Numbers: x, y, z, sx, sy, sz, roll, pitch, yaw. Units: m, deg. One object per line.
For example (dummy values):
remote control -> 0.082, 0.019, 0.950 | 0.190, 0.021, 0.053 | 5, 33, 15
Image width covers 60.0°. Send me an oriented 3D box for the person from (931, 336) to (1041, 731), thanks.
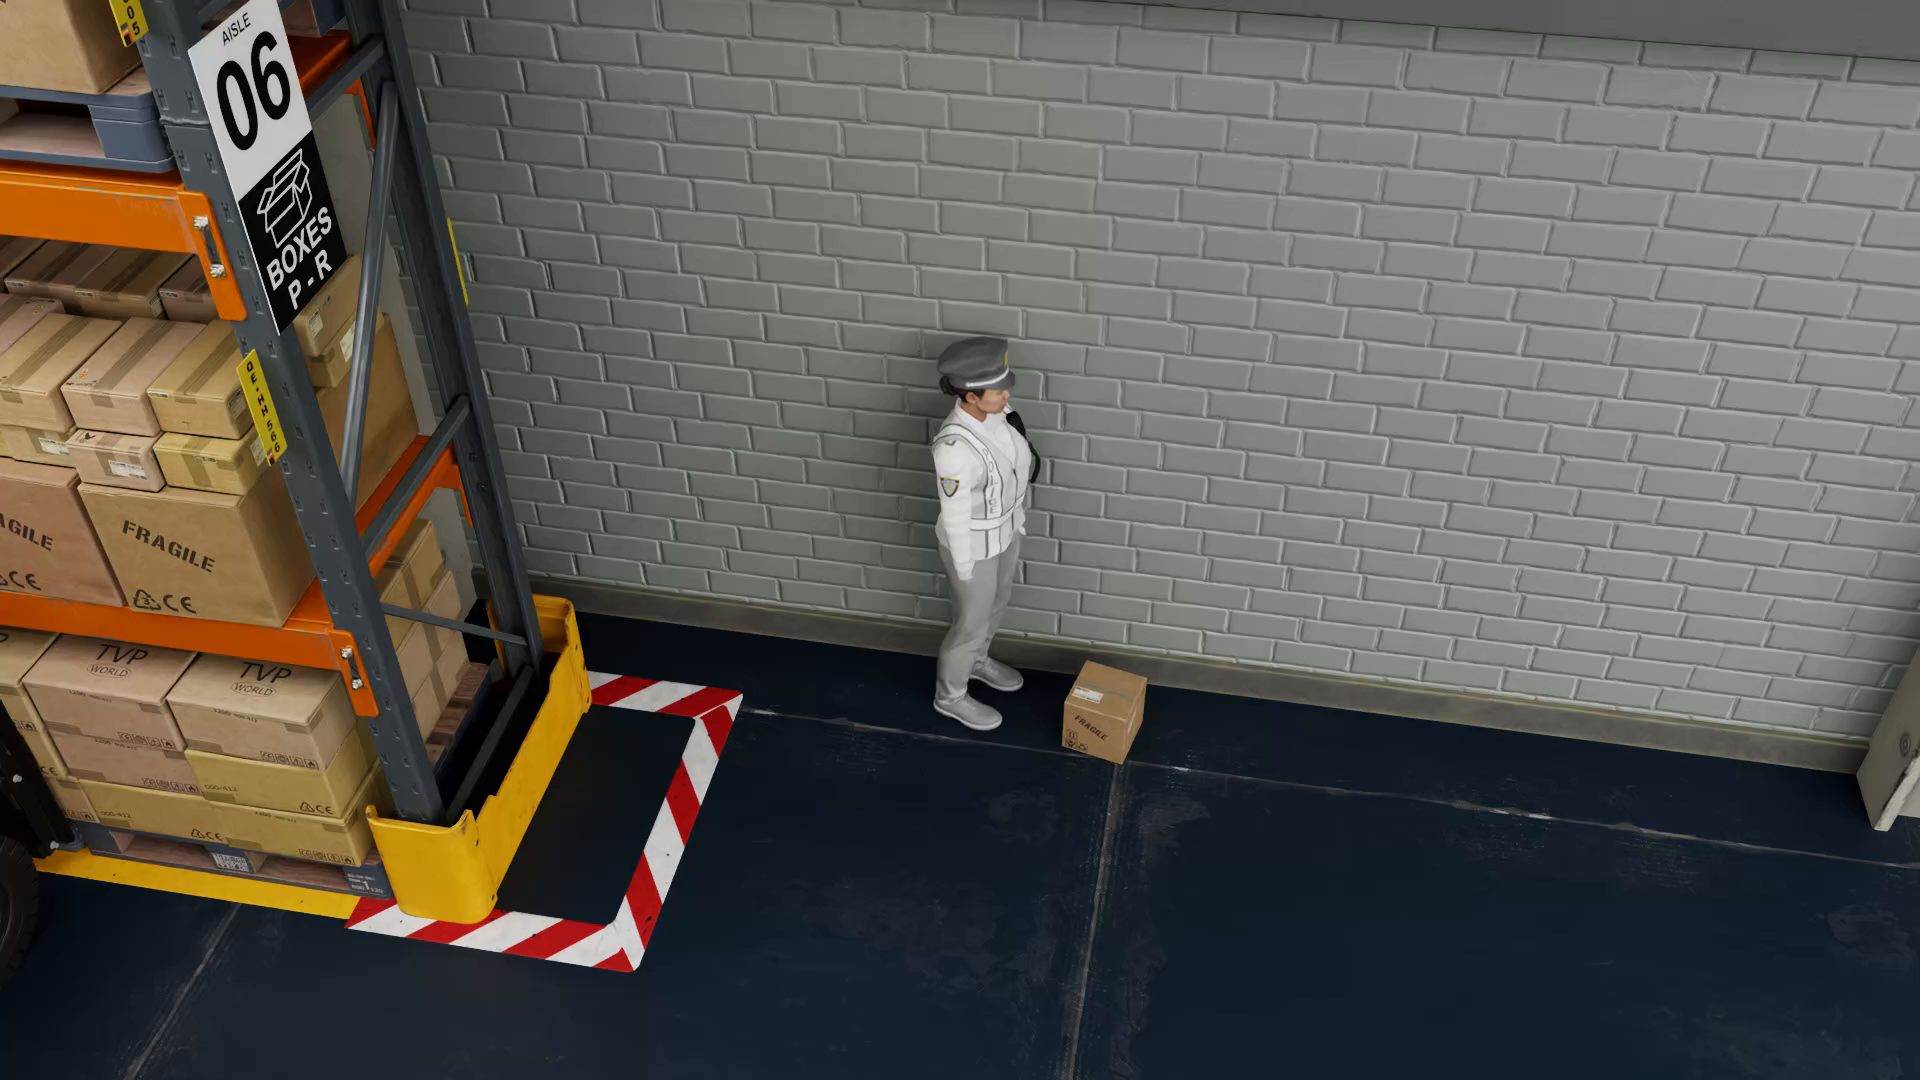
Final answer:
person -> 0.089, -0.016, 6.168 | 0.337, 1.676, 0.466 | 16, 43, 18
